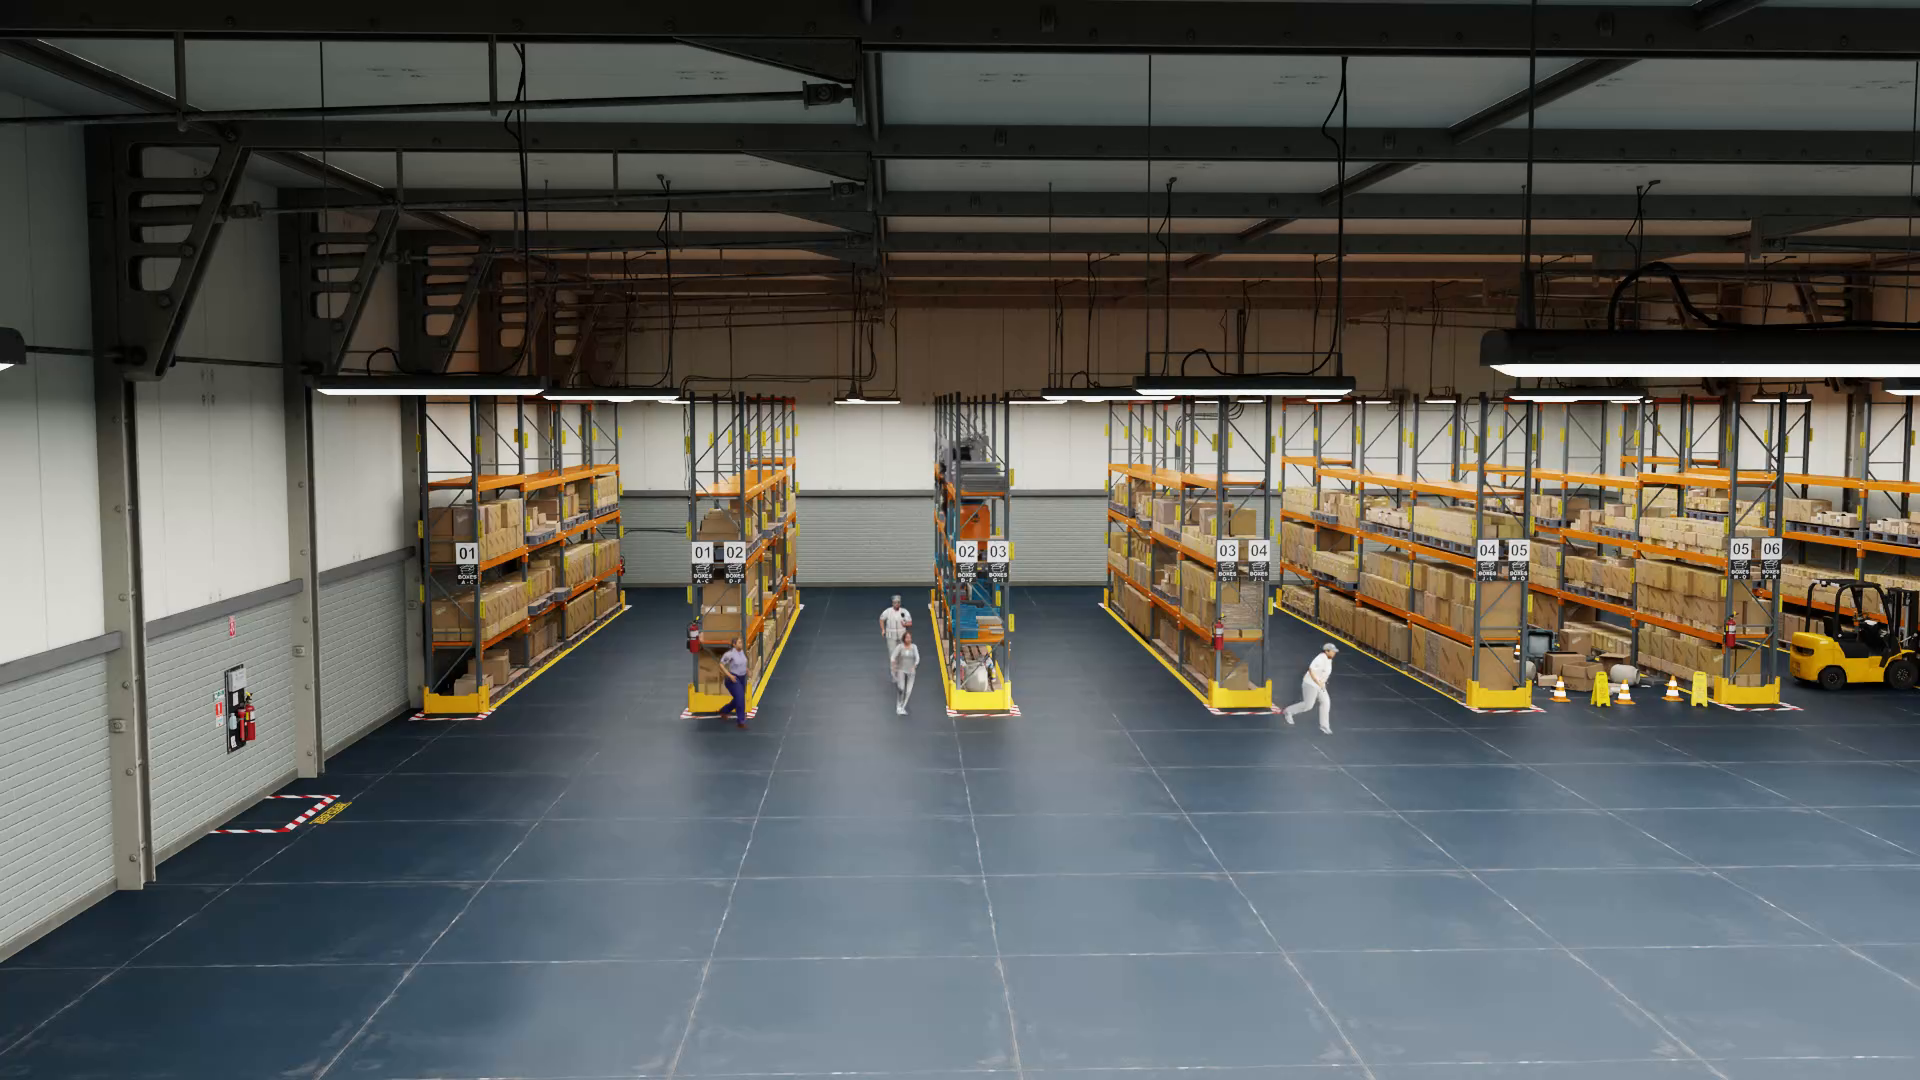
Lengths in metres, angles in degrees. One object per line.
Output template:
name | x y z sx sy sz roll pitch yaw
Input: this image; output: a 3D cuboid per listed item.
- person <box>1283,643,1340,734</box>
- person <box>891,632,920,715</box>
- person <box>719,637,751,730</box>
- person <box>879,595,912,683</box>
person | 6.211 2.602 29.366 0.992 1.627 0.628 3 5 29
person | -1.004 2.494 30.951 0.523 1.546 0.520 -1 5 -10
person | -4.032 2.541 29.693 0.763 1.646 0.624 2 5 25
person | -1.327 2.030 34.772 0.662 1.768 0.989 -1 5 -11
